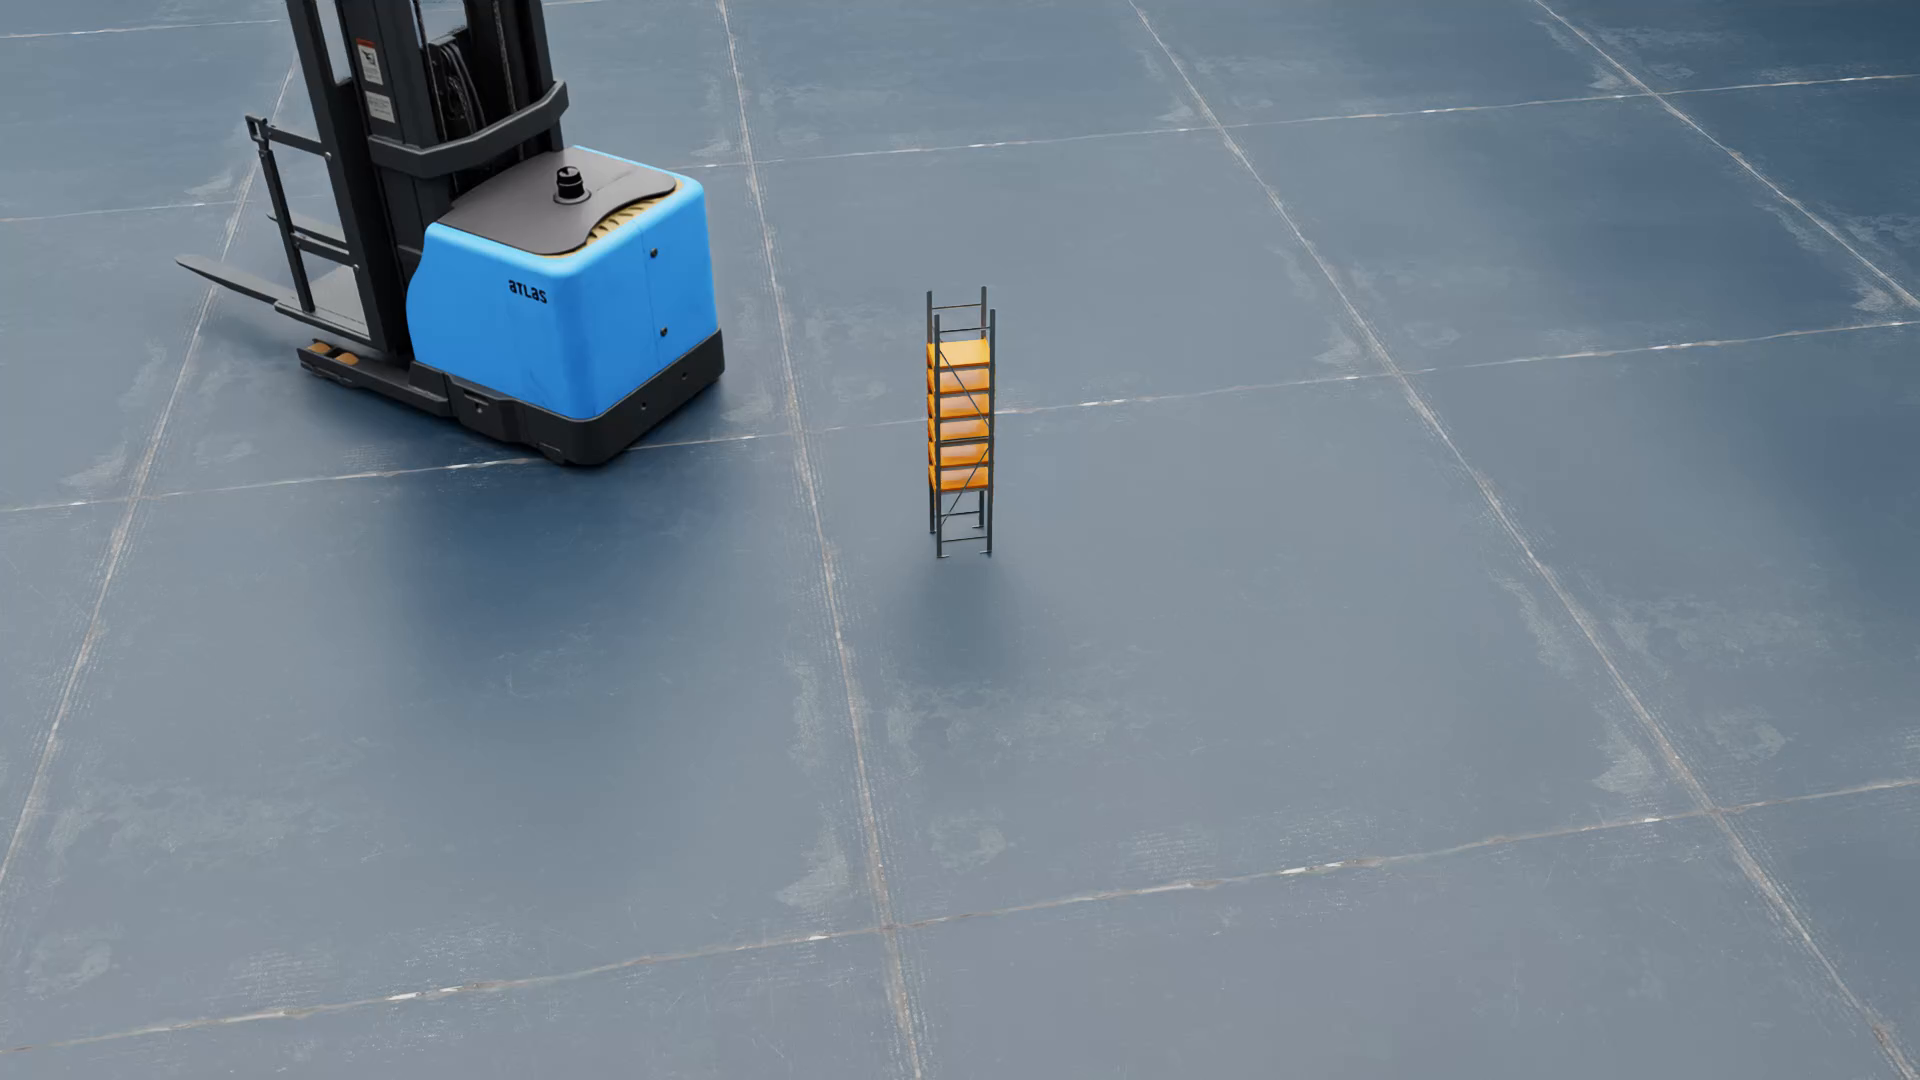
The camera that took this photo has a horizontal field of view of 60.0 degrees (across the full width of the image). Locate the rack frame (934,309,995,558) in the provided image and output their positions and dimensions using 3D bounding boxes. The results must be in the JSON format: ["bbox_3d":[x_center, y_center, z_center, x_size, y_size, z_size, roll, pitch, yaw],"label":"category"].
[{"bbox_3d":[0.019,-0.410,6.800,0.240,1.200,0.006,-6,38,-8],"label":"rack frame"}]

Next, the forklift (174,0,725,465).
[{"bbox_3d":[-2.691,-2.169,7.653,3.031,2.935,1.130,20,42,24],"label":"forklift"}]

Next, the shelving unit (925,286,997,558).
[{"bbox_3d":[0.003,-0.465,6.871,0.258,1.200,0.189,-6,38,-8],"label":"shelving unit"}]

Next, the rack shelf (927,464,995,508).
[{"bbox_3d":[0.003,-0.240,7.045,0.258,0.103,0.180,-6,38,-8],"label":"rack shelf"}]

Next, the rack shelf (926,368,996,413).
[{"bbox_3d":[0.003,-0.620,6.751,0.258,0.103,0.180,-6,38,-8],"label":"rack shelf"}]

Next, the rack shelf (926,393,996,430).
[{"bbox_3d":[0.003,-0.525,6.824,0.258,0.103,0.180,-6,38,-8],"label":"rack shelf"}]

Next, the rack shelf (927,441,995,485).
[{"bbox_3d":[0.003,-0.335,6.972,0.258,0.103,0.180,-6,38,-8],"label":"rack shelf"}]

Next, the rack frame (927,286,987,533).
[{"bbox_3d":[-0.013,-0.520,6.942,0.240,1.200,0.006,-6,38,-8],"label":"rack frame"}]

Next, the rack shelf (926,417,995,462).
[{"bbox_3d":[0.003,-0.430,6.898,0.258,0.103,0.180,-6,38,-8],"label":"rack shelf"}]

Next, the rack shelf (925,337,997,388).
[{"bbox_3d":[0.003,-0.714,6.677,0.258,0.103,0.180,-6,38,-8],"label":"rack shelf"}]
